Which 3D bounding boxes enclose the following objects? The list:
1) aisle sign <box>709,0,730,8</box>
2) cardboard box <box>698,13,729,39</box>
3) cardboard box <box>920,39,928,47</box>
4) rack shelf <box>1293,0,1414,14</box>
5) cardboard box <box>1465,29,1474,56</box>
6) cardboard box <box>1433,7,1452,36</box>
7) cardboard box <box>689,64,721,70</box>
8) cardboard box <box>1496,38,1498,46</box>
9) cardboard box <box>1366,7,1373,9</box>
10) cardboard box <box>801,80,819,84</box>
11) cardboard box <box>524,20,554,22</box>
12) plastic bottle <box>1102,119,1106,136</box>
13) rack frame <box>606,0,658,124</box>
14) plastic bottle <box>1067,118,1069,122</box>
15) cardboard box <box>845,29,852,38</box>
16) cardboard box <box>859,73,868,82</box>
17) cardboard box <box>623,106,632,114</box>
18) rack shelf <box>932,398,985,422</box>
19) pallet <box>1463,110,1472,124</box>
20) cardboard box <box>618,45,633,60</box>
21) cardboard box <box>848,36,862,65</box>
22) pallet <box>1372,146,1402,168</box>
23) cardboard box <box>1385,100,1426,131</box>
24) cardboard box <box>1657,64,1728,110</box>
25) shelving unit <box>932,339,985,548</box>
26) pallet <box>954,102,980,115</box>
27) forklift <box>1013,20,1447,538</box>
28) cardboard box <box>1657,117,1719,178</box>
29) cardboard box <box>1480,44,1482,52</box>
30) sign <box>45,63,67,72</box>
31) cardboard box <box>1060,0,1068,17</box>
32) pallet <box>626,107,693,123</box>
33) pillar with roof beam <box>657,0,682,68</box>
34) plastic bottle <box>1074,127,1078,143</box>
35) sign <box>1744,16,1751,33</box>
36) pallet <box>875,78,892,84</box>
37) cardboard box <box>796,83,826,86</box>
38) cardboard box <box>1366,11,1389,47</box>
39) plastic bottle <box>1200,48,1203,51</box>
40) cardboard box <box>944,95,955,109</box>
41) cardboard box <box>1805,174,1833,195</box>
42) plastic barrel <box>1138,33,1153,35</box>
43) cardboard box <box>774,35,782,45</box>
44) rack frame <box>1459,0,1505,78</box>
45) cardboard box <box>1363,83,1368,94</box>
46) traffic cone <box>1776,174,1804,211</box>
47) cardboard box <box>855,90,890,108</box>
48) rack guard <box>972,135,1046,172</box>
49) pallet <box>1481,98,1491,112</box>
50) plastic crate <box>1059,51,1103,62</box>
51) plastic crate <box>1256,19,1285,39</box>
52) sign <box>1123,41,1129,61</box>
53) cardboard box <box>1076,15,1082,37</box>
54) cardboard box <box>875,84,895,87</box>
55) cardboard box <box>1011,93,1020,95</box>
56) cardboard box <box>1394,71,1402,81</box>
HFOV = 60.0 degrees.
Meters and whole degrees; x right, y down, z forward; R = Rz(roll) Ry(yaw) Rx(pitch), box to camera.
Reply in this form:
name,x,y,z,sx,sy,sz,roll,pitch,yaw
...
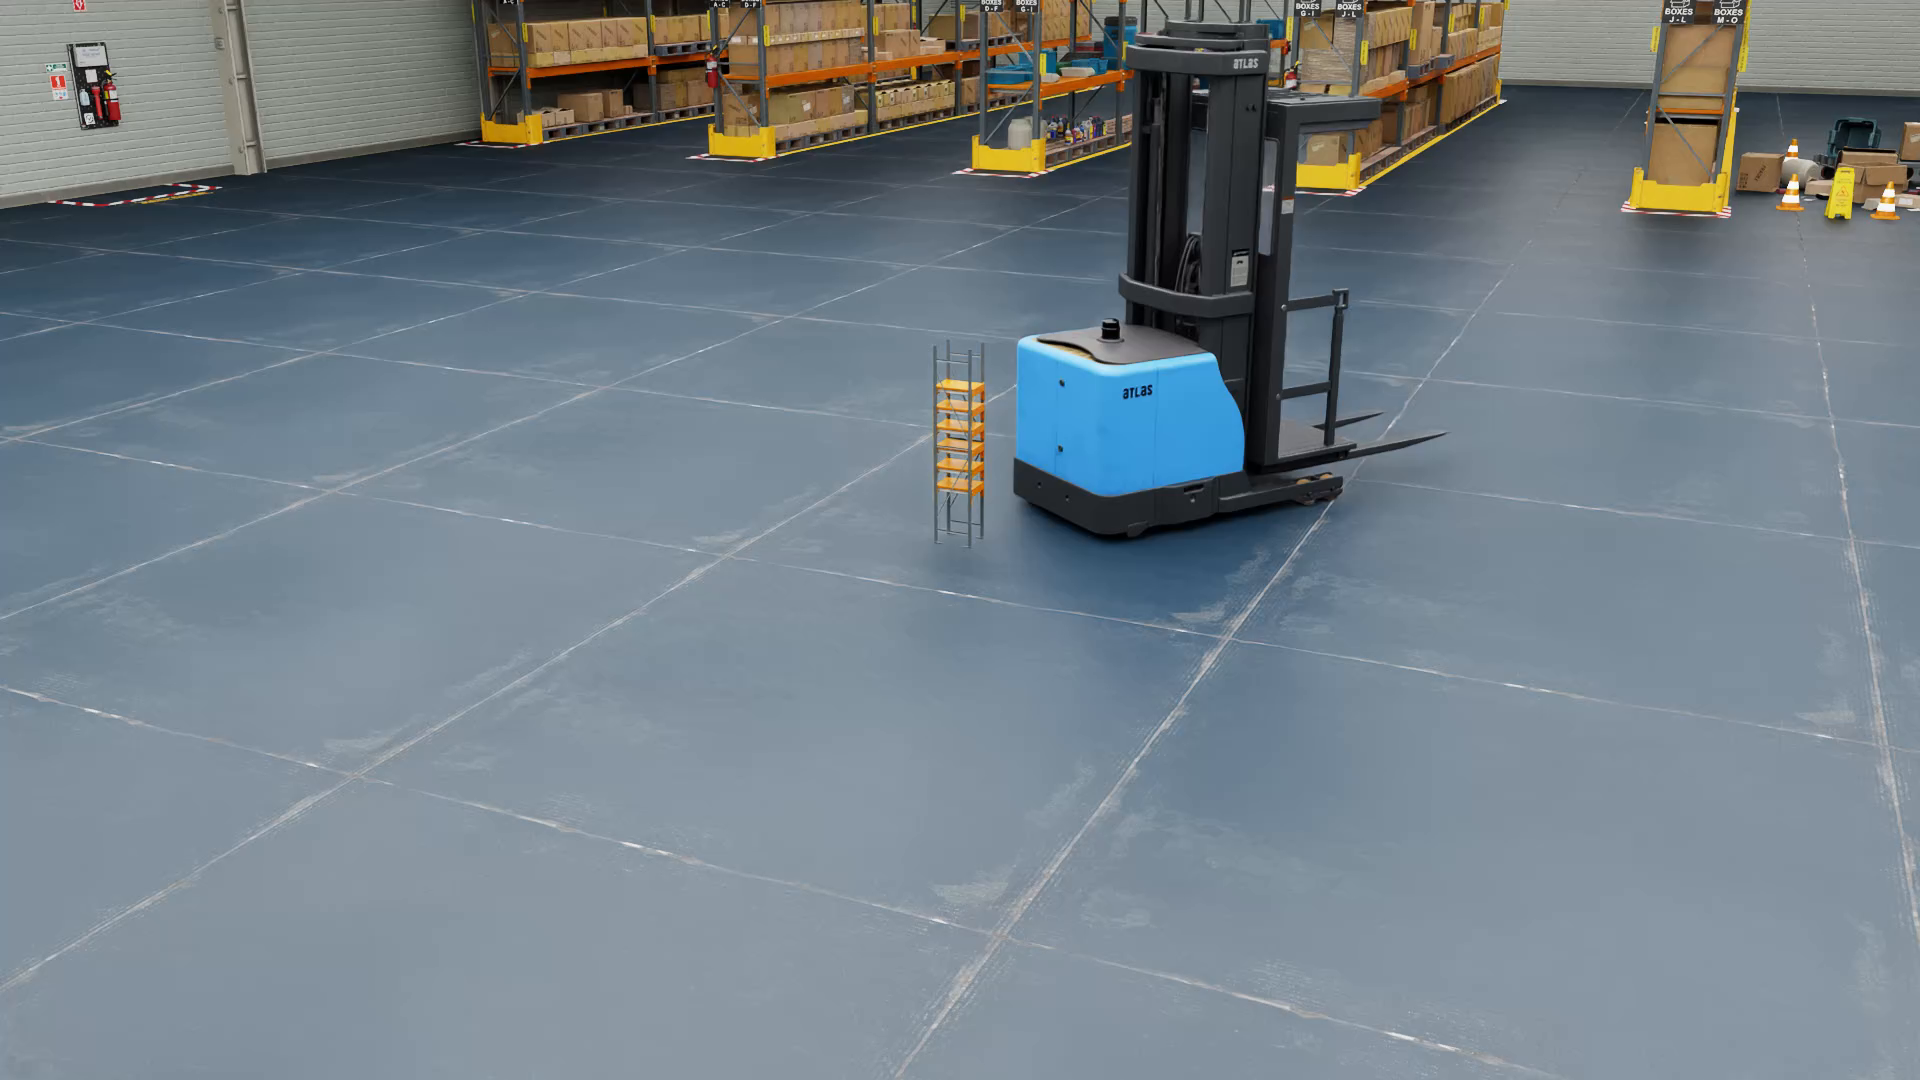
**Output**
name,x,y,z,sx,sy,sz,roll,pitch,yaw
aisle sign,-4.022,-9.276,27.695,0.394,0.787,0.004,9,21,23
cardboard box,-5.359,-11.090,35.869,0.700,0.500,0.500,6,21,18
cardboard box,-0.994,-10.187,34.271,0.500,0.311,0.500,8,21,22
rack shelf,6.128,-8.356,25.585,1.077,0.370,4.000,9,21,23
cardboard box,10.072,-10.055,33.616,0.500,0.500,0.500,9,22,24
cardboard box,8.899,-9.857,31.562,0.797,0.503,0.637,9,22,25
cardboard box,-5.510,-10.145,35.973,0.500,0.250,0.500,9,21,24
cardboard box,11.807,-11.132,37.170,0.380,0.149,0.250,9,21,23
cardboard box,6.328,-8.296,26.733,0.500,0.500,0.500,9,21,23
cardboard box,-3.843,-11.074,39.212,0.750,0.750,0.750,9,22,24
cardboard box,-7.826,-9.486,31.240,0.500,0.500,0.500,8,21,21
plastic bottle,2.533,-7.308,29.438,0.061,0.283,0.133,10,22,25
rack frame,-6.610,-9.932,33.420,1.000,3.000,0.127,9,21,23
plastic bottle,1.888,-7.346,29.545,0.061,0.283,0.133,9,21,23
cardboard box,-2.213,-9.338,30.632,0.380,0.149,0.250,8,21,21
cardboard box,-2.725,-11.765,41.679,0.700,0.500,0.500,8,21,22
cardboard box,-6.801,-8.637,33.349,0.380,0.166,0.250,6,20,16
rack shelf,-0.006,-0.745,9.690,0.258,0.103,0.180,9,21,23
pallet,9.976,-8.779,34.338,1.003,0.211,1.213,9,21,23
cardboard box,-6.739,-9.533,32.493,0.500,0.250,0.500,9,21,23
cardboard box,-2.265,-9.164,31.111,0.700,0.500,0.500,8,21,21
pallet,6.704,-6.369,27.563,1.003,0.211,1.213,9,21,23
cardboard box,8.114,-7.767,30.405,0.700,0.500,0.500,7,21,18
cardboard box,9.904,-6.149,22.559,0.875,0.550,0.550,9,21,23
shelving unit,-0.006,-0.561,9.755,0.258,1.200,0.189,9,21,23
pallet,-0.111,-9.385,36.045,1.003,0.211,1.213,9,21,23
forklift,1.867,-1.742,10.492,3.031,2.935,1.130,-11,23,-29
cardboard box,10.369,-5.641,23.899,0.875,0.875,0.875,8,21,22
cardboard box,10.755,-10.345,34.957,0.380,0.149,0.250,8,21,21
sign,-12.564,-6.569,23.120,0.001,0.109,0.331,9,21,23
cardboard box,2.269,-12.796,39.830,0.500,0.500,0.500,9,22,24
pallet,-6.292,-8.856,34.557,1.003,0.211,1.213,9,21,23
pillar with roof beam,-2.366,-13.112,33.408,9.100,9.000,0.400,9,21,23
plastic bottle,1.958,-6.888,28.276,0.097,0.271,0.097,0,20,0
sign,13.577,-8.875,28.719,0.100,0.325,0.005,9,21,23
pallet,-2.453,-11.660,42.440,1.003,0.211,1.213,9,21,23
cardboard box,-2.762,-8.256,31.066,0.500,0.500,0.500,9,21,23
cardboard box,6.198,-7.764,25.239,0.500,0.500,0.500,9,21,23
plastic bottle,4.919,-10.075,33.996,0.061,0.283,0.133,9,21,23
cardboard box,-0.444,-9.184,34.794,0.500,0.250,0.500,9,22,24
cardboard box,12.407,-5.115,23.956,0.396,0.266,0.258,13,23,32
plastic barrel,3.498,-9.256,31.315,0.433,0.535,0.433,0,20,0
cardboard box,-3.264,-8.555,28.430,0.380,0.149,0.250,8,21,21
rack frame,11.861,-11.561,38.001,1.000,3.000,0.127,9,21,23
cardboard box,5.879,-6.755,24.860,0.380,0.149,0.250,9,21,23
traffic cone,11.306,-4.731,22.581,0.336,0.463,0.334,9,21,23
cardboard box,-1.692,-8.512,32.067,0.500,0.311,0.500,9,21,23
rack guard,0.779,-6.202,26.662,1.175,0.500,0.348,9,21,23
pallet,11.104,-9.621,36.706,1.003,0.211,1.213,9,21,23
plastic crate,2.098,-8.401,29.207,0.767,0.338,0.504,9,21,23
plastic crate,7.376,-12.158,39.537,0.616,0.435,0.499,9,21,23
sign,2.926,-8.624,29.329,0.100,0.325,0.005,9,21,23
cardboard box,2.681,-12.636,40.873,0.500,0.500,0.500,9,21,23
cardboard box,-1.562,-9.048,33.575,0.500,0.311,0.500,8,21,22
cardboard box,1.036,-10.388,37.777,0.500,0.500,0.500,9,21,23
cardboard box,7.016,-7.594,27.219,0.380,0.149,0.250,9,21,23
